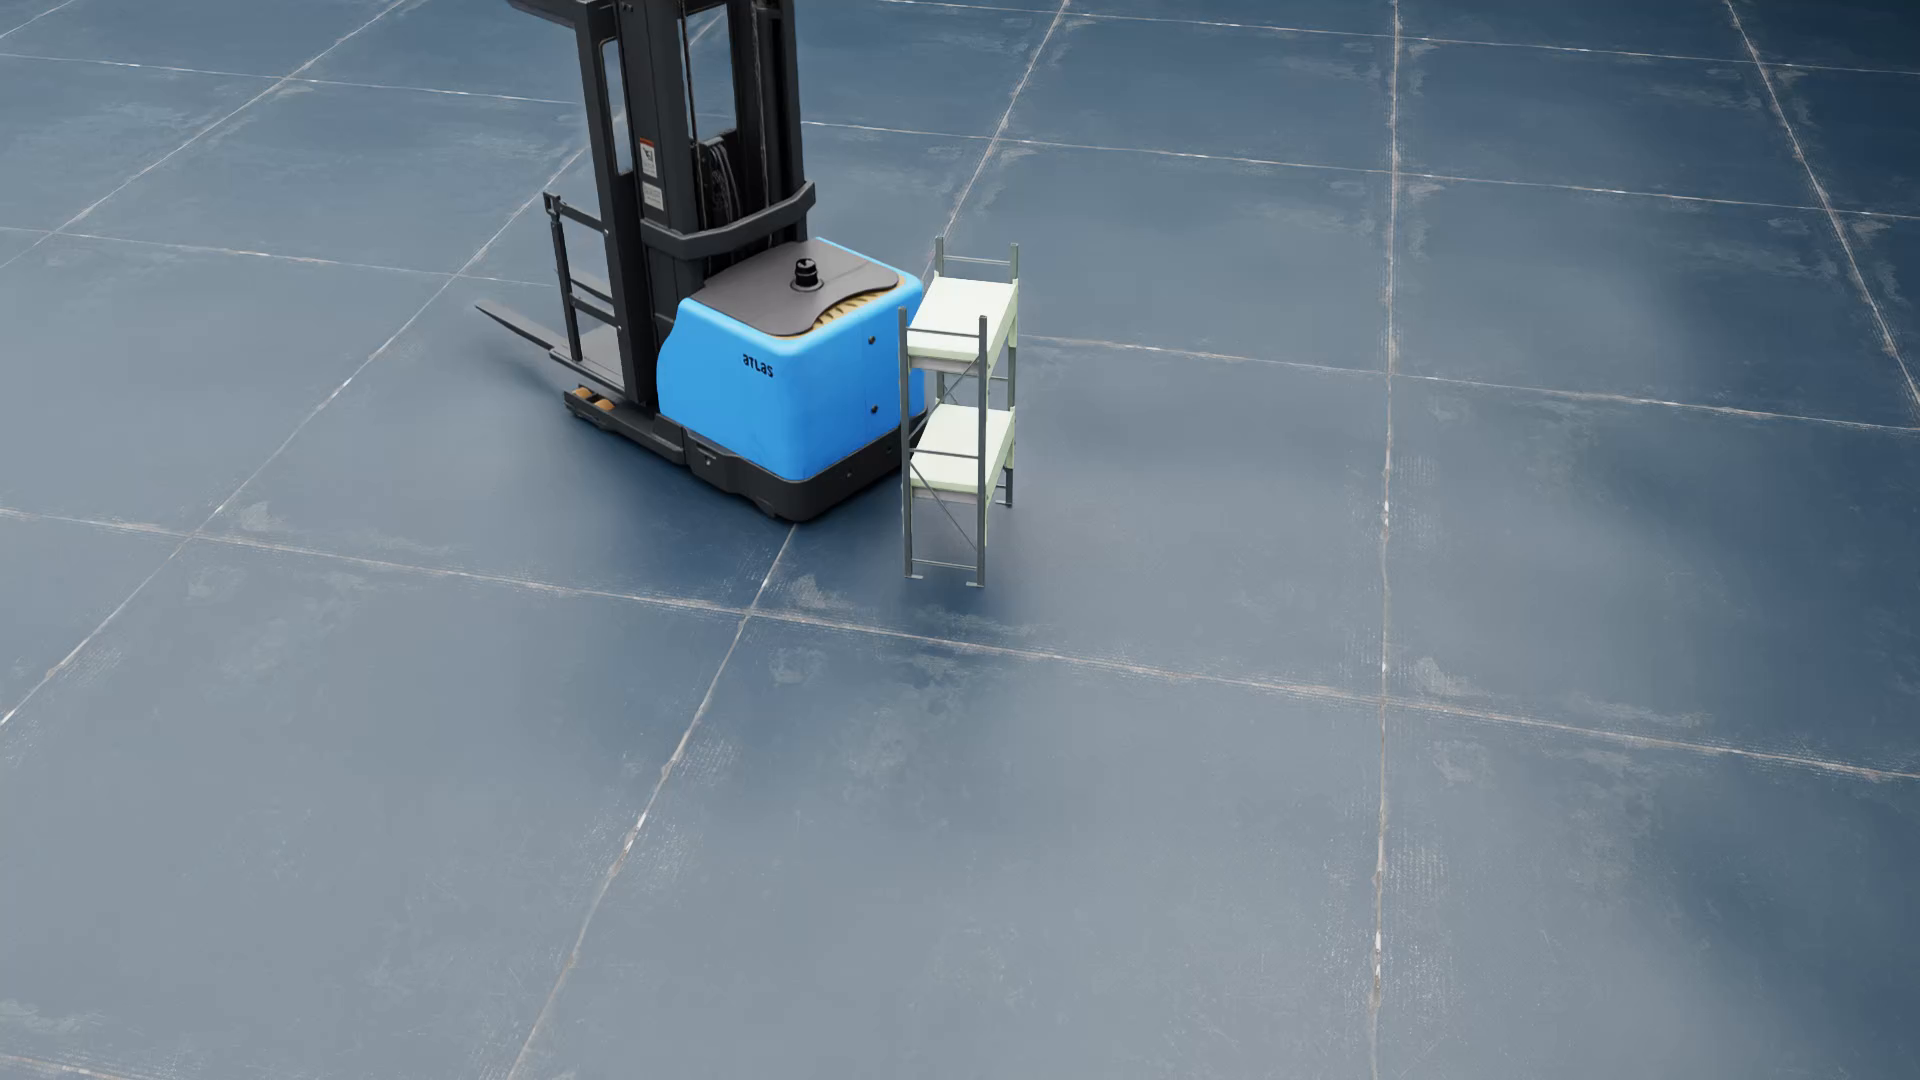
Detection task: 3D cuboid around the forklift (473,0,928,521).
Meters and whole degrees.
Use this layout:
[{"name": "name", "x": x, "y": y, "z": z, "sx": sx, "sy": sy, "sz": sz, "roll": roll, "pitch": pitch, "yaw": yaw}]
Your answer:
[{"name": "forklift", "x": -1.614, "y": -2.018, "z": 8.807, "sx": 3.031, "sy": 2.935, "sz": 1.130, "roll": 27, "pitch": 44, "yaw": 32}]

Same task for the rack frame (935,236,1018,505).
[{"name": "rack frame", "x": 0.080, "y": -0.821, "z": 8.375, "sx": 0.400, "sy": 1.500, "sz": 0.023, "roll": 7, "pitch": 37, "yaw": 10}]

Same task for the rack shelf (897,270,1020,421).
[{"name": "rack shelf", "x": 0.001, "y": -0.927, "z": 7.856, "sx": 0.431, "sy": 0.370, "sz": 0.720, "roll": 7, "pitch": 37, "yaw": 10}]

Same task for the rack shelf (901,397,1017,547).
[{"name": "rack shelf", "x": 0.001, "y": -0.347, "z": 8.277, "sx": 0.431, "sy": 0.370, "sz": 0.720, "roll": 7, "pitch": 37, "yaw": 10}]

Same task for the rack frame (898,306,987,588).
[{"name": "rack frame", "x": -0.077, "y": -0.401, "z": 7.796, "sx": 0.400, "sy": 1.500, "sz": 0.023, "roll": 7, "pitch": 37, "yaw": 10}]

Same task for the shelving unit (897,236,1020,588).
[{"name": "shelving unit", "x": 0.001, "y": -0.611, "z": 8.085, "sx": 0.431, "sy": 1.500, "sz": 0.755, "roll": 7, "pitch": 37, "yaw": 10}]
